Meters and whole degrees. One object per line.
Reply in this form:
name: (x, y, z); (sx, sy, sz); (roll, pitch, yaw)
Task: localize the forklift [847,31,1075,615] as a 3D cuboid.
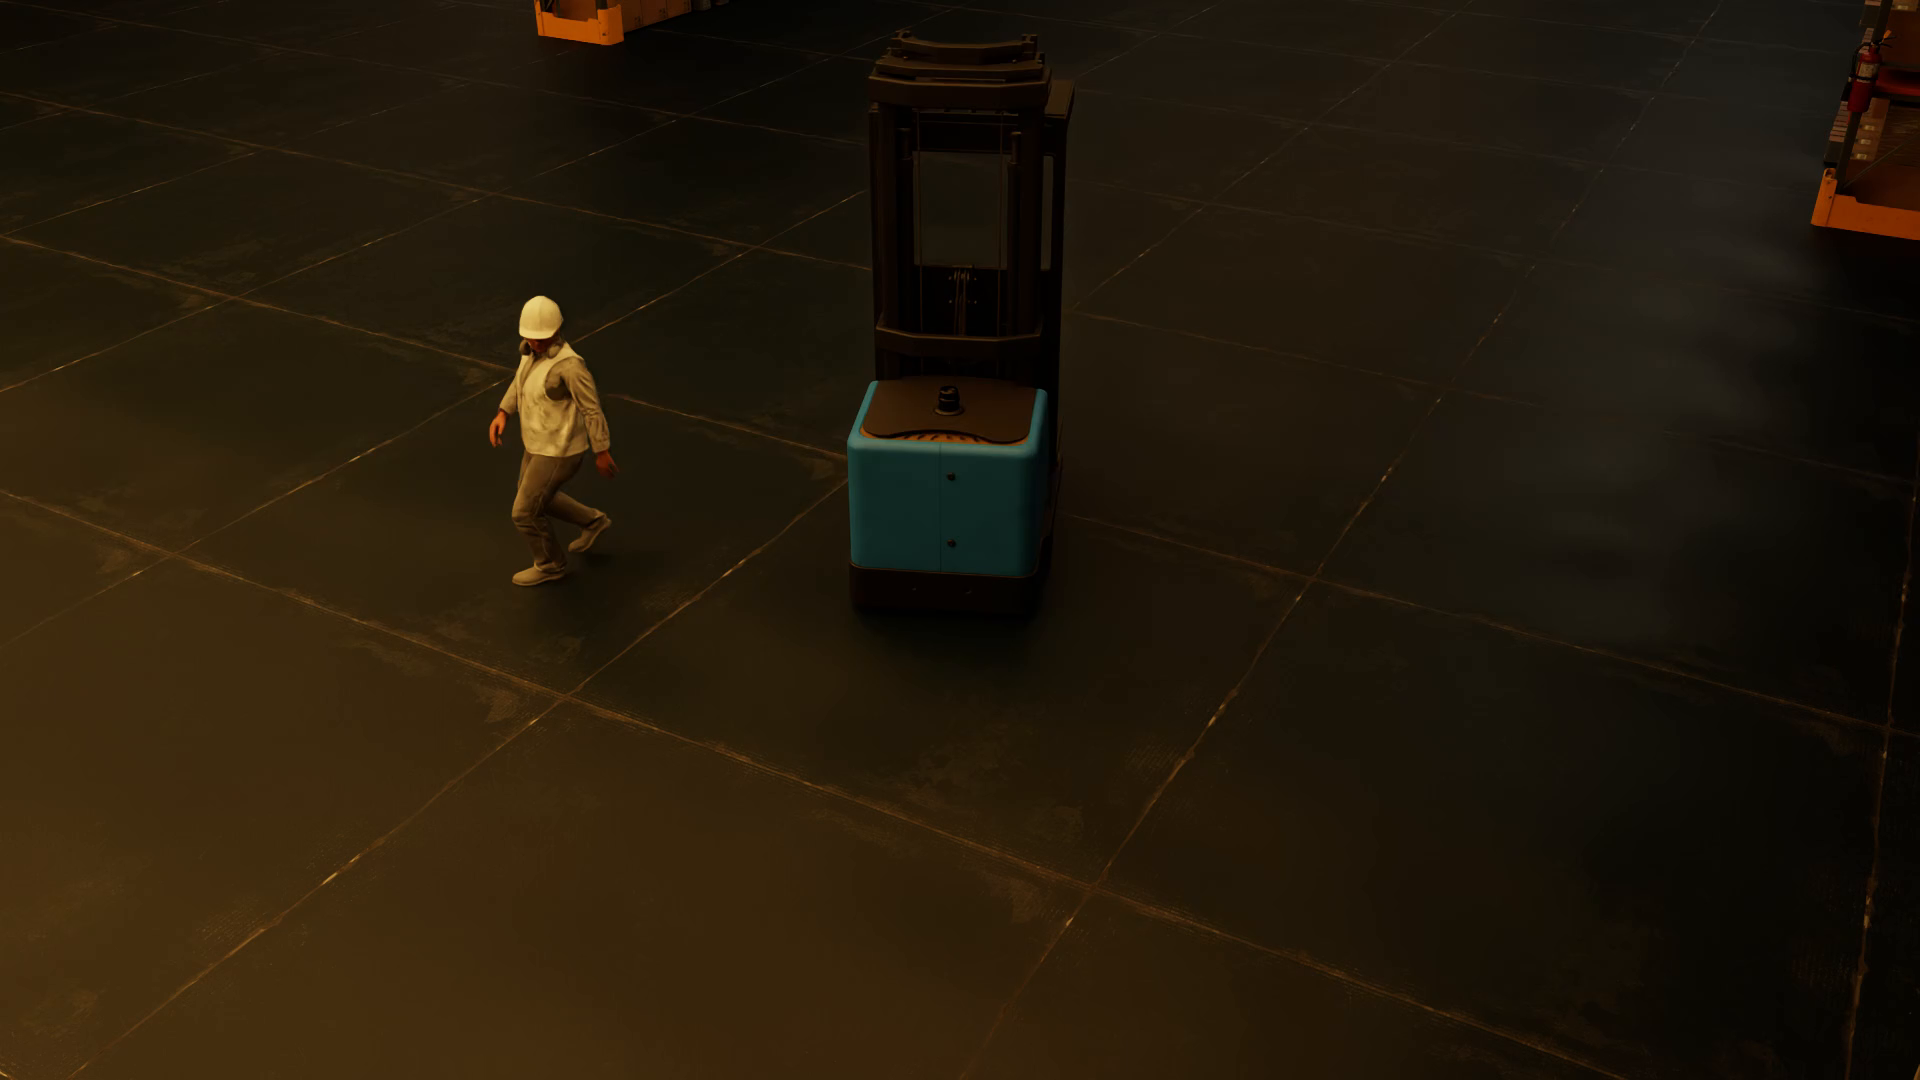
forklift: (0.072, -1.572, 9.794); (1.130, 2.935, 3.031); (3, 30, 6)

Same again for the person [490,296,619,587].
person: (-2.277, -0.539, 9.236); (0.634, 1.710, 0.659); (-11, 32, -19)
